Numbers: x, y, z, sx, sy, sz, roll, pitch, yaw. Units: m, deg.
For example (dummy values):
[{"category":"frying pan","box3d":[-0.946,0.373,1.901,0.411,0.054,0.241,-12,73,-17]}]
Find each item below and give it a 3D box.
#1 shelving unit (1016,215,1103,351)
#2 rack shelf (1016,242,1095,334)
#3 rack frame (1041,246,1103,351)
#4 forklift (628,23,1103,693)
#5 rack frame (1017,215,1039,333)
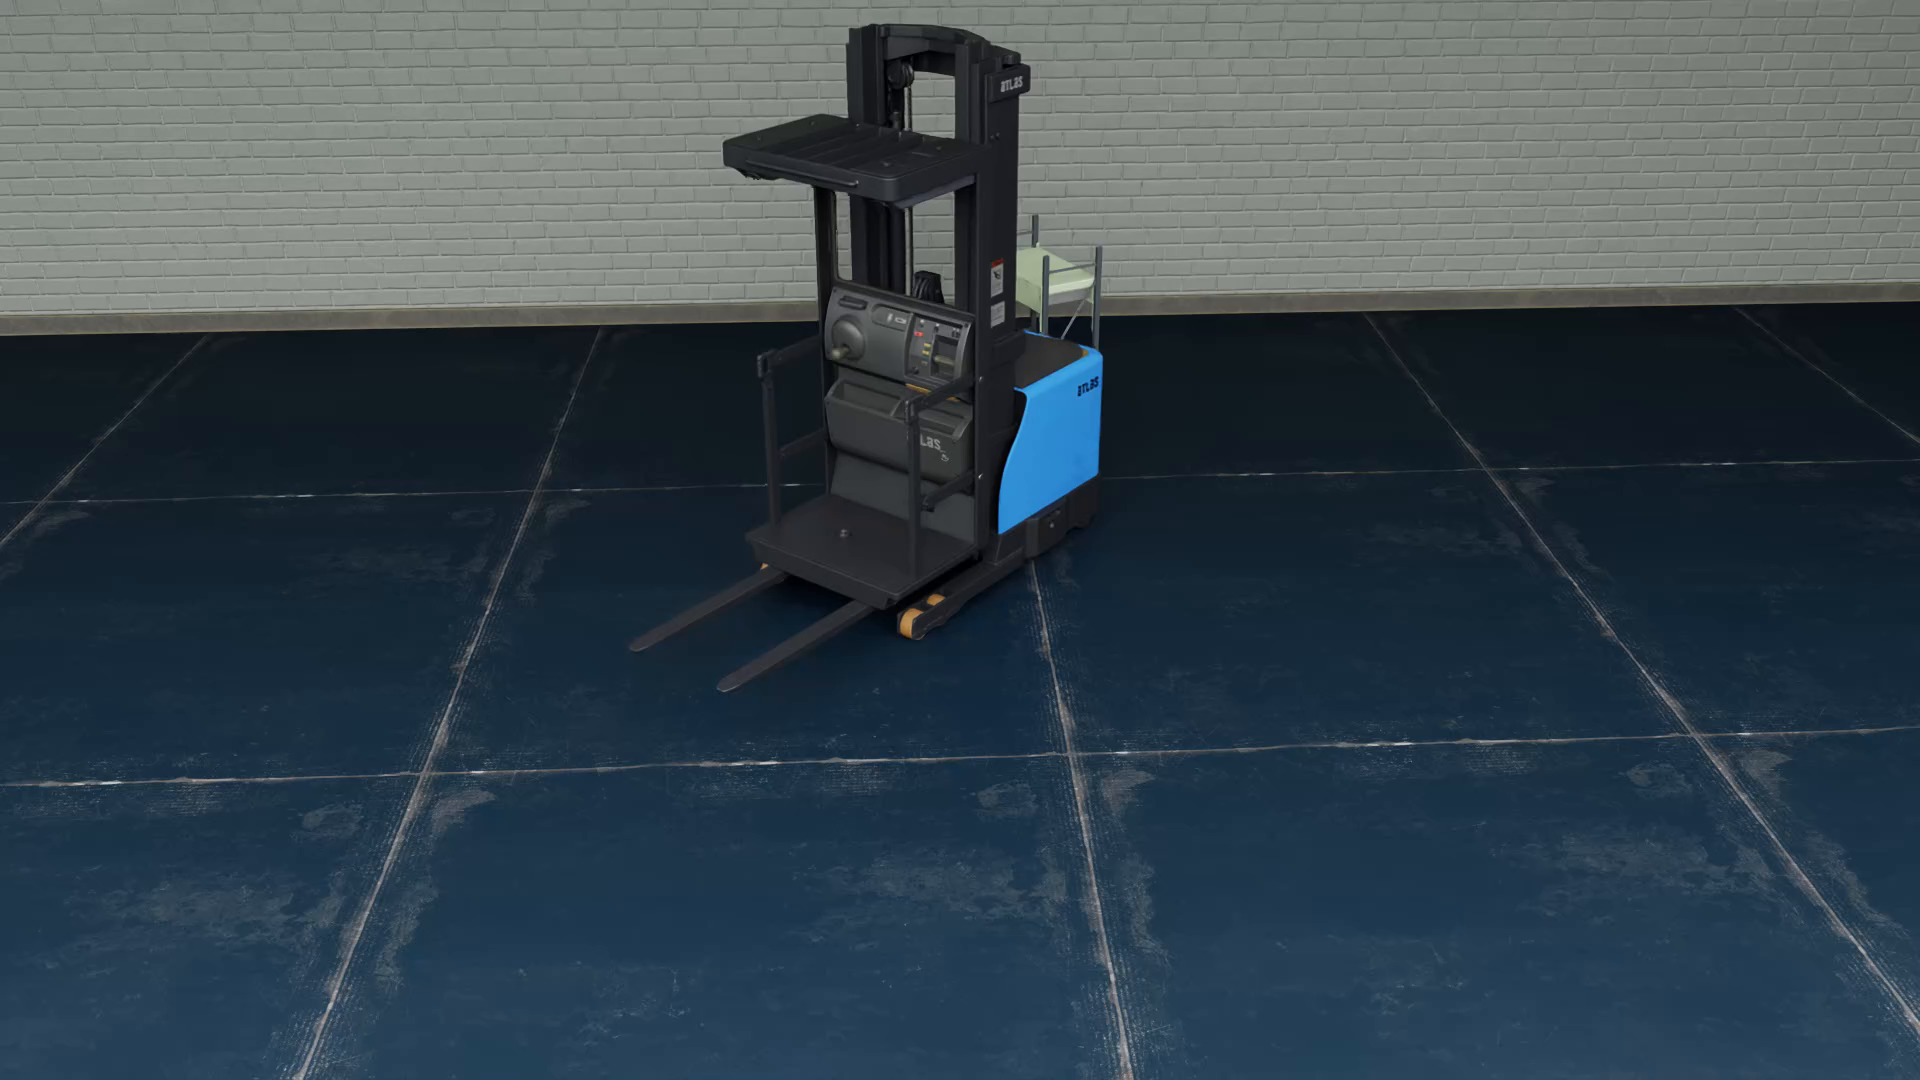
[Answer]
[{"category":"shelving unit","box3d":[0.487,-1.177,10.385,0.431,1.500,0.755,-14,31,-25]},{"category":"rack shelf","box3d":[0.487,-1.523,10.205,0.431,0.370,0.720,-14,31,-25]},{"category":"rack frame","box3d":[0.662,-1.029,10.100,0.400,1.500,0.023,-14,31,-25]},{"category":"forklift","box3d":[-0.460,-1.030,8.556,1.130,2.935,3.031,20,33,33]},{"category":"rack frame","box3d":[0.311,-1.326,10.670,0.400,1.500,0.023,-14,31,-25]}]
